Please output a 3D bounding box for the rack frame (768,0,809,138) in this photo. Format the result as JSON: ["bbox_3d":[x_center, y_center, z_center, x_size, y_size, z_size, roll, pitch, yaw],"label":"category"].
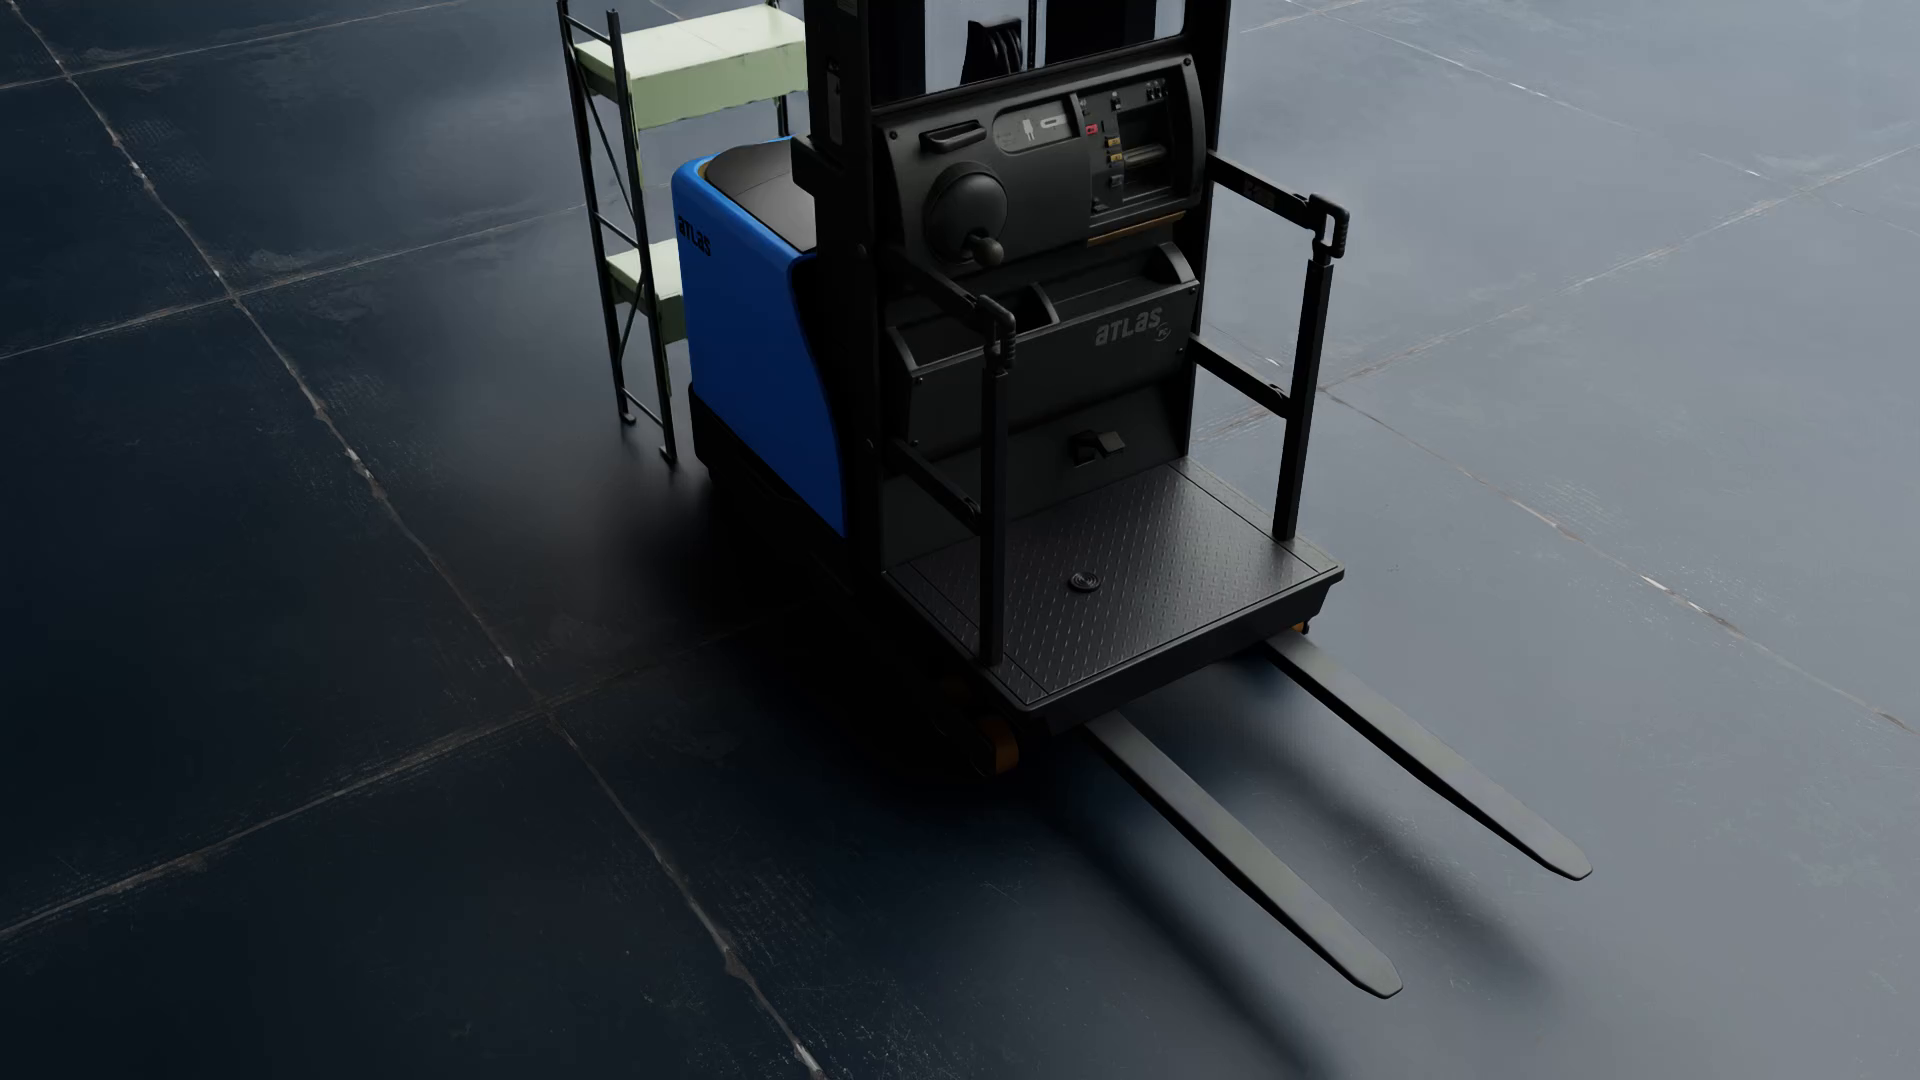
[{"bbox_3d":[-0.498,-1.232,5.667,0.023,1.500,0.400,-23,40,-28],"label":"rack frame"}]

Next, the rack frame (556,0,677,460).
[{"bbox_3d":[-1.093,-0.983,5.320,0.023,1.500,0.400,-23,40,-28],"label":"rack frame"}]

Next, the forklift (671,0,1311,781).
[{"bbox_3d":[0.345,-0.883,3.968,1.130,2.935,3.031,-21,41,-26],"label":"forklift"}]

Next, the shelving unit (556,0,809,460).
[{"bbox_3d":[-0.796,-1.108,5.494,0.755,1.500,0.431,-23,40,-28],"label":"shelving unit"}]

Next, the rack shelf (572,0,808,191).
[{"bbox_3d":[-0.802,-1.430,5.274,0.720,0.370,0.431,-23,40,-28],"label":"rack shelf"}]

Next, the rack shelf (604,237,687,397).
[{"bbox_3d":[-0.790,-0.838,5.678,0.720,0.370,0.431,-23,40,-28],"label":"rack shelf"}]
